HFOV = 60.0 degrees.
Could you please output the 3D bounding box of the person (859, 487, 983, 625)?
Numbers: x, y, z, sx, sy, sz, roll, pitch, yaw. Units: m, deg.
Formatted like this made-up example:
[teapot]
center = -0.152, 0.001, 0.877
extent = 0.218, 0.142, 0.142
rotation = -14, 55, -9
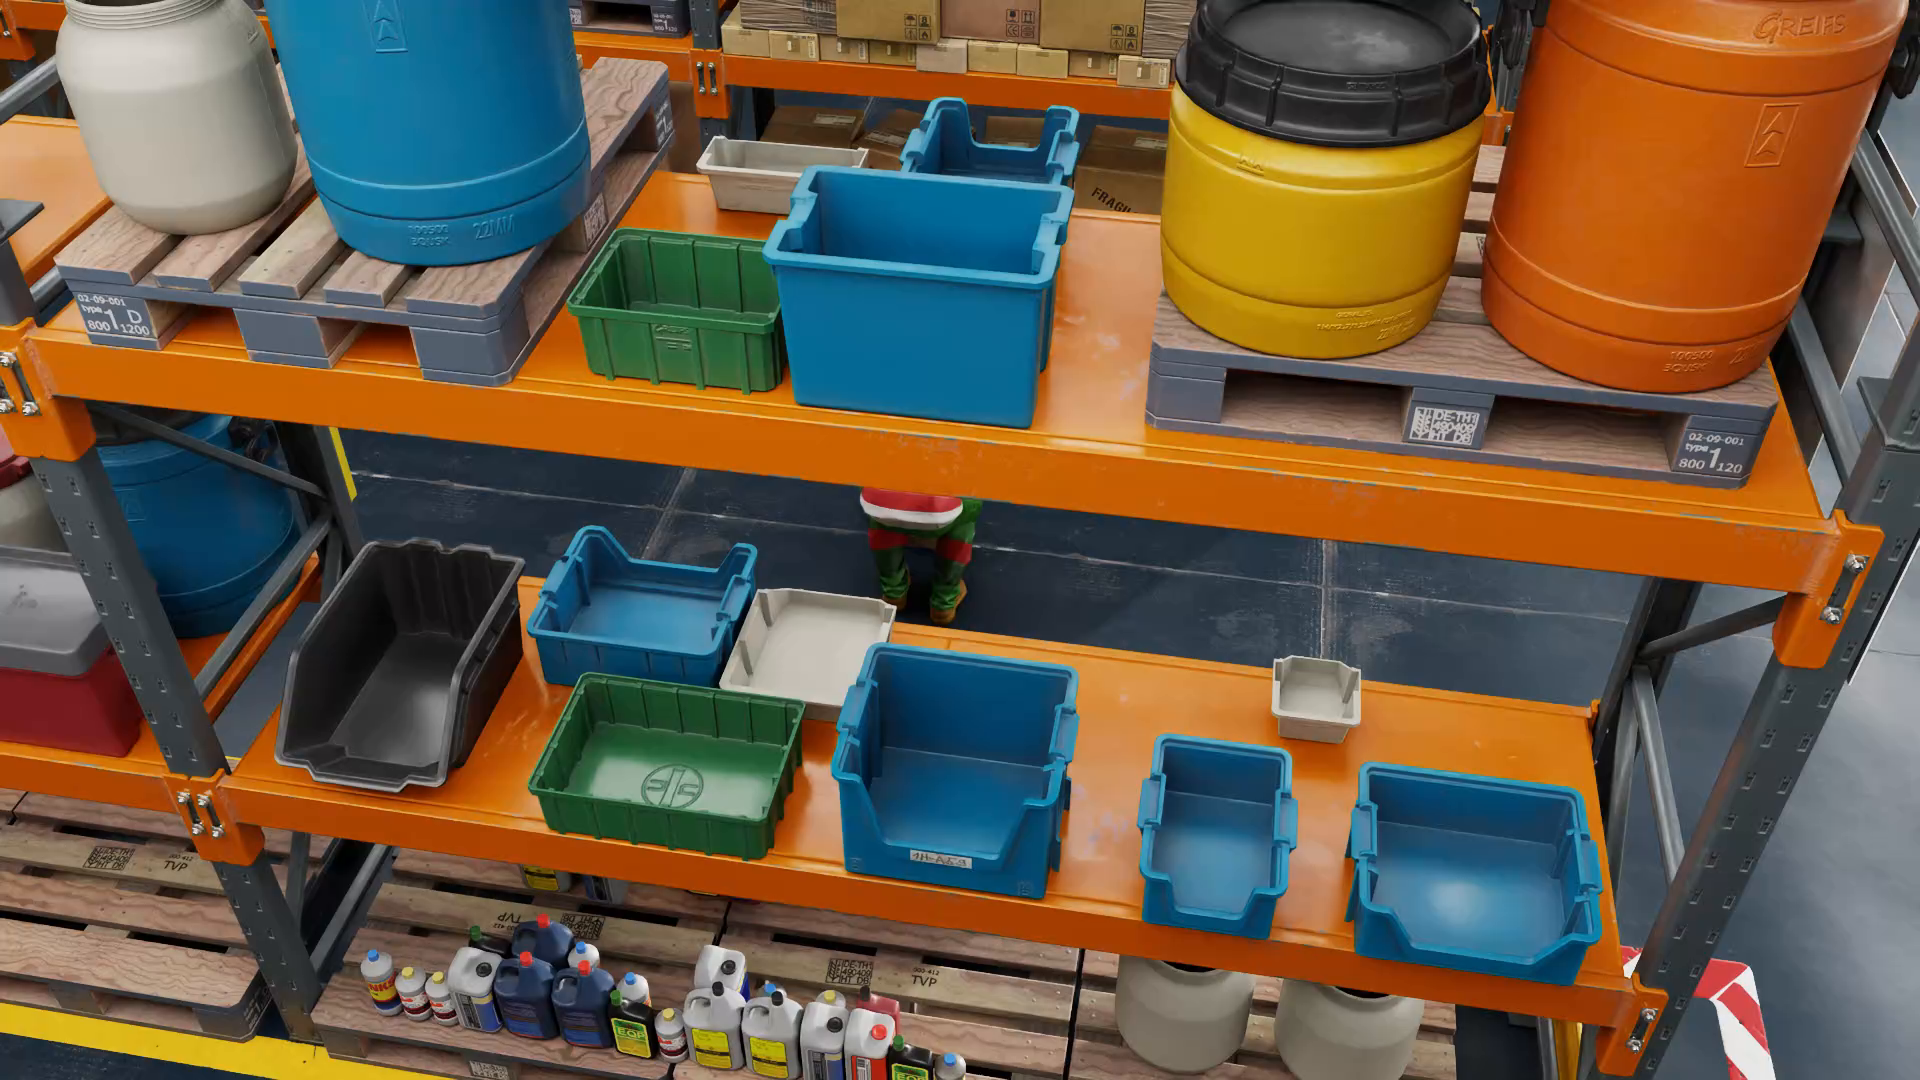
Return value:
[person]
center = -0.157, -0.176, 7.046
extent = 0.526, 0.915, 0.956
rotation = 5, 40, 6
